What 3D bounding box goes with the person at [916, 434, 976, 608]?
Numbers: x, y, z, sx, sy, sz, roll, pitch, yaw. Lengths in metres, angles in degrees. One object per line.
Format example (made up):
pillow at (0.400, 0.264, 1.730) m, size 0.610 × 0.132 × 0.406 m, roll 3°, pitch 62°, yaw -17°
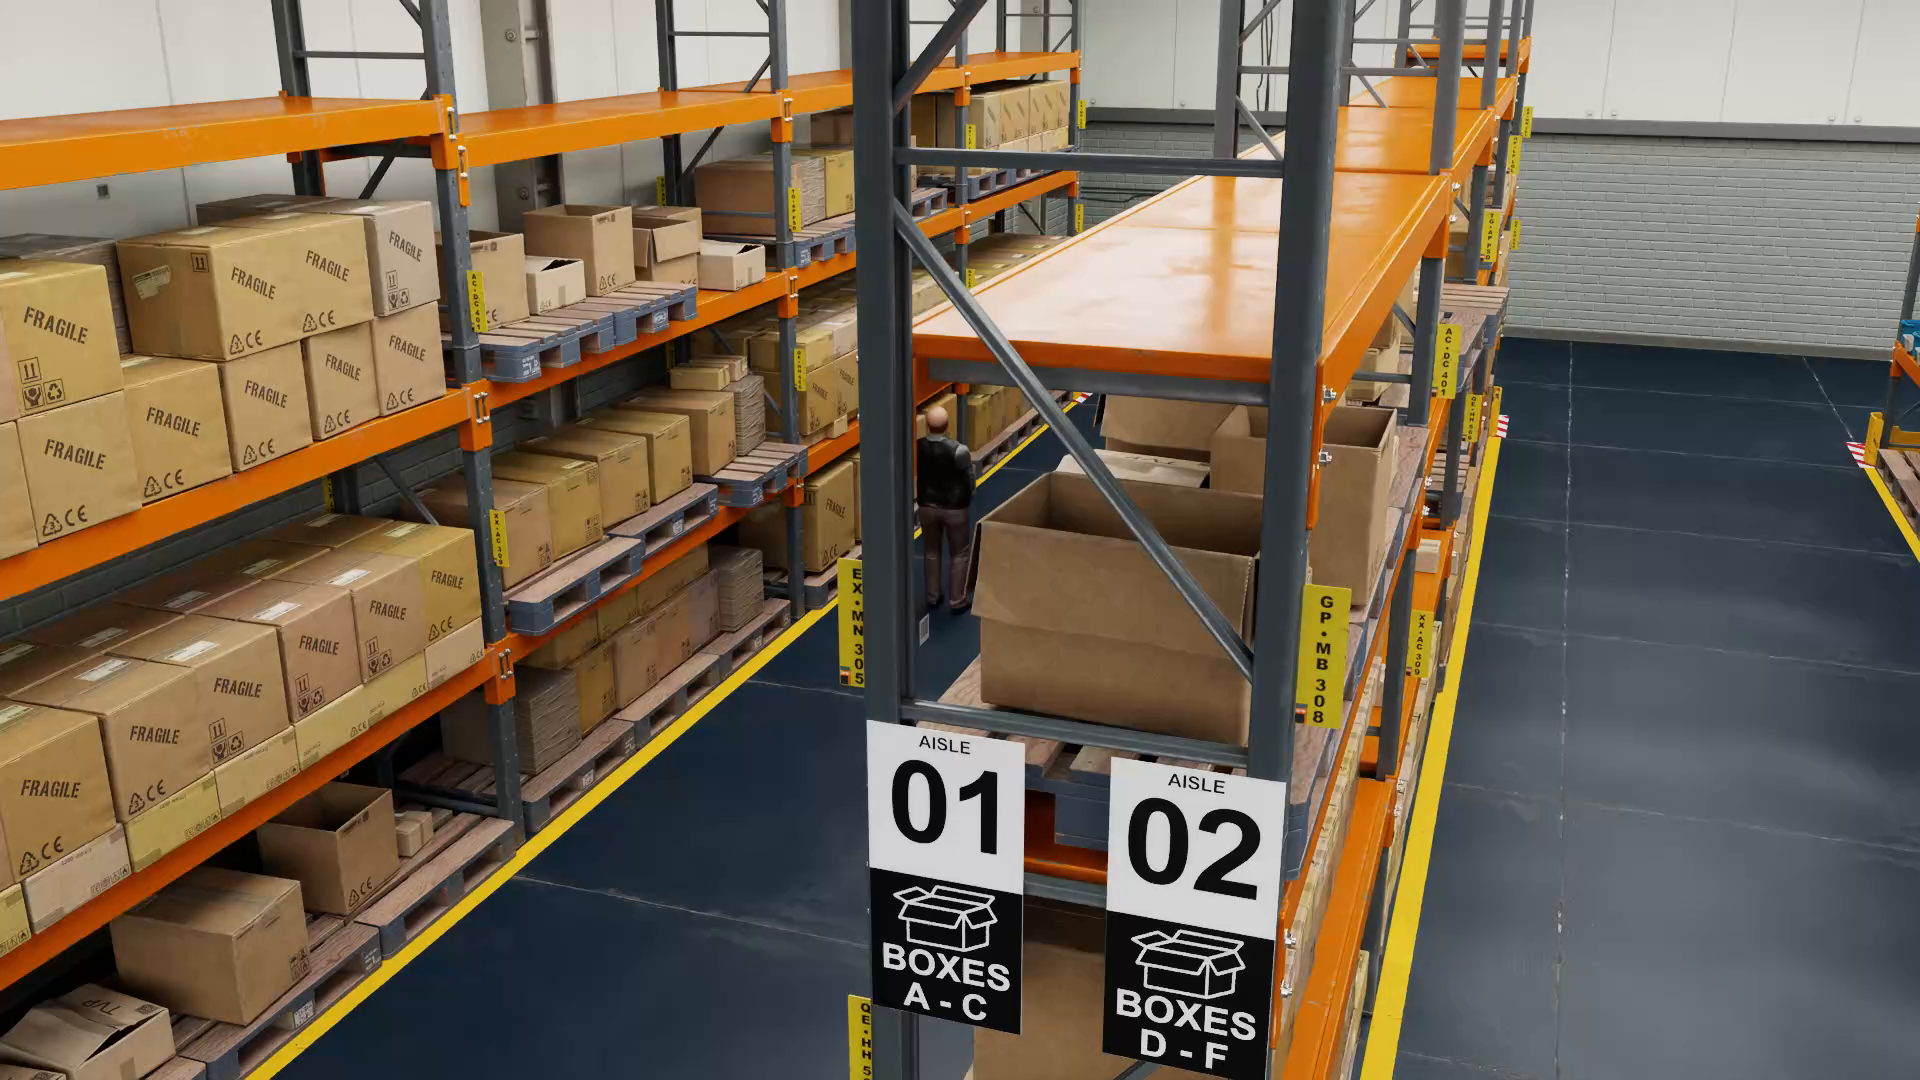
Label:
person at (-0.134, -0.187, 13.409) m, size 0.494 × 1.450 × 0.448 m, roll 6°, pitch 20°, yaw 18°
